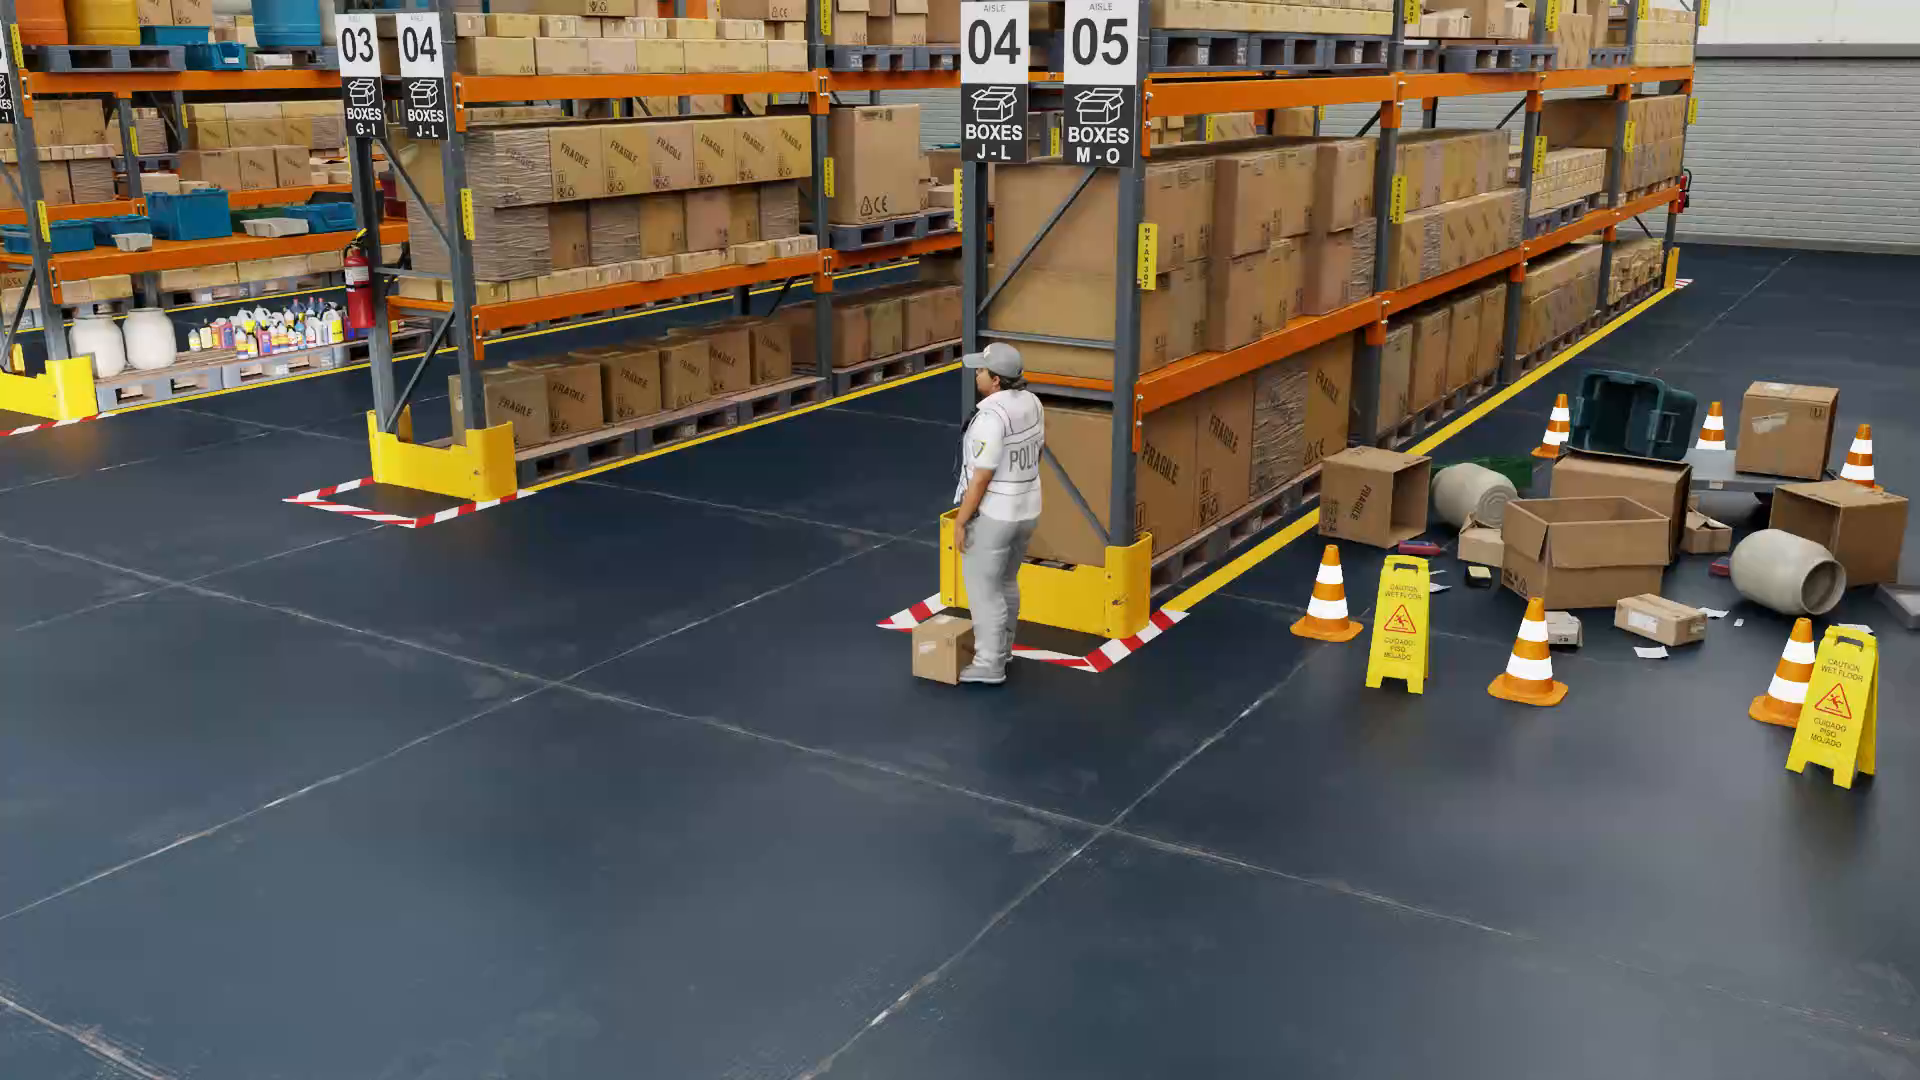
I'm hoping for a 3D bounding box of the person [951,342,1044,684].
[{"bbox_3d":[0.119,-0.132,7.944,0.529,1.670,0.598,10,19,31],"label":"person"}]
